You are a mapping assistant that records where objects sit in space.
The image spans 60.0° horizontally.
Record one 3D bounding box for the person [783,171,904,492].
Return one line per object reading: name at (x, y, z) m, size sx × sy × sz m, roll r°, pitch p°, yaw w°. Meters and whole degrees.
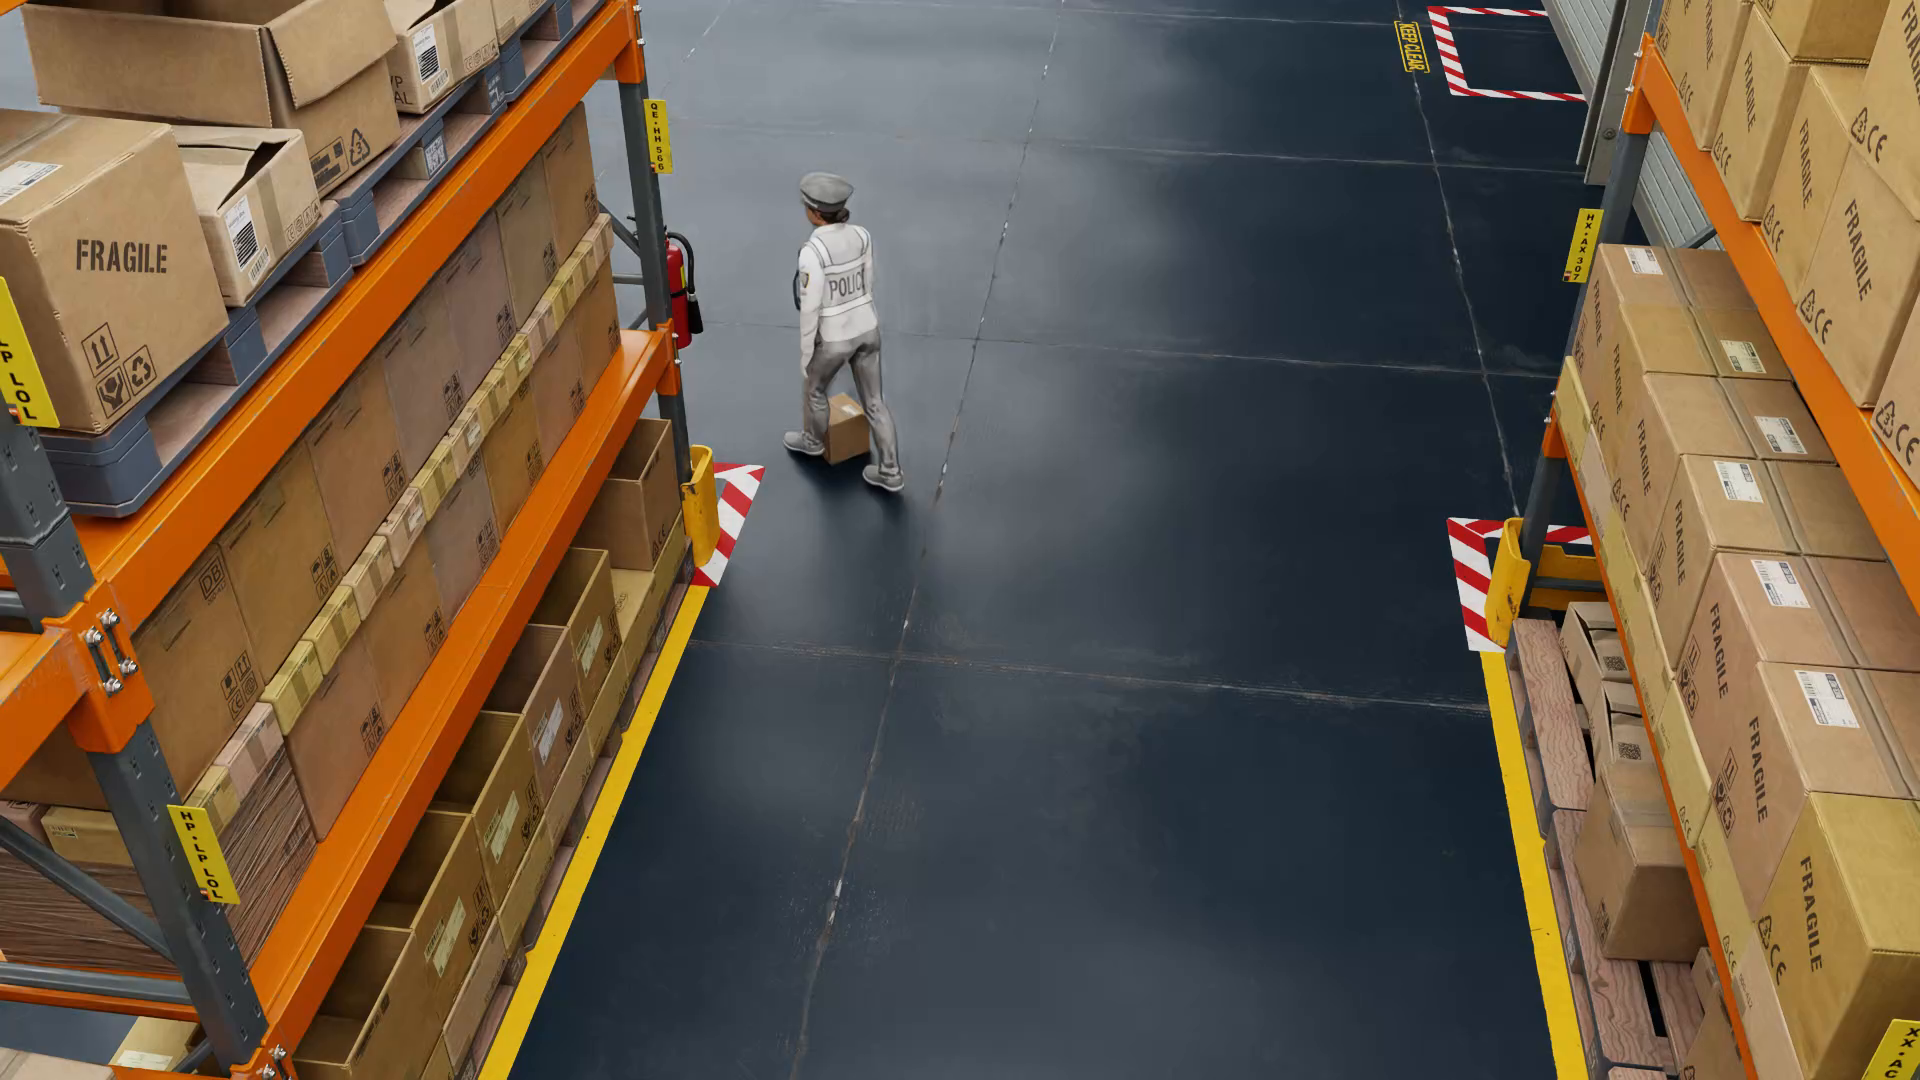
person at (-0.625, -1.050, 8.452) m, size 0.531 × 1.634 × 0.849 m, roll -28°, pitch 45°, yaw -32°
